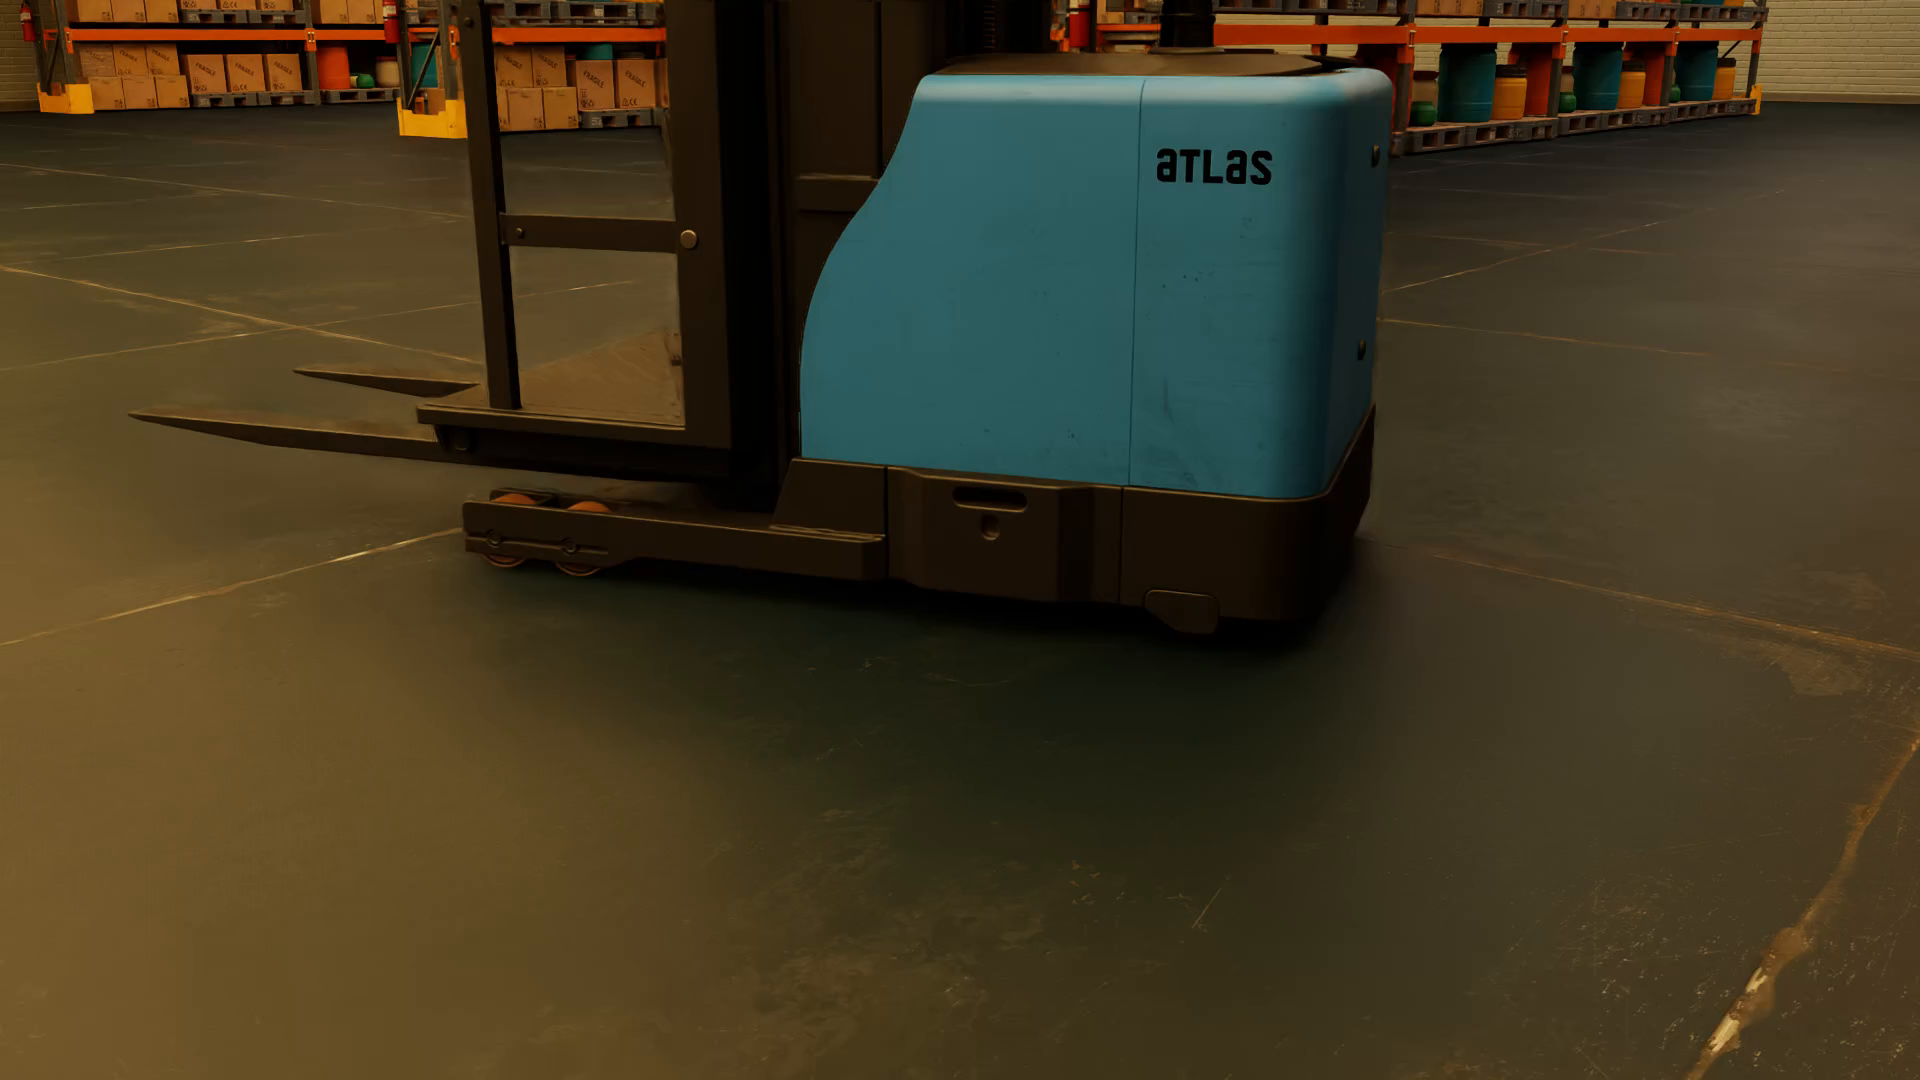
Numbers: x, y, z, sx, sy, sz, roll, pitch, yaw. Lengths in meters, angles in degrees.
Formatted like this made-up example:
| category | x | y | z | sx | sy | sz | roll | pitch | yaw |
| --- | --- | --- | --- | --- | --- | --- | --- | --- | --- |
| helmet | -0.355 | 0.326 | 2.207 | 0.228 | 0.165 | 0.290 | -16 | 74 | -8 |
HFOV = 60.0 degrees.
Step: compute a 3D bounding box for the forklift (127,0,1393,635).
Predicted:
| category | x | y | z | sx | sy | sz | roll | pitch | yaw |
| --- | --- | --- | --- | --- | --- | --- | --- | --- | --- |
| forklift | -0.586 | -1.458 | 3.698 | 3.031 | 2.935 | 1.130 | 6 | 18 | 18 |
